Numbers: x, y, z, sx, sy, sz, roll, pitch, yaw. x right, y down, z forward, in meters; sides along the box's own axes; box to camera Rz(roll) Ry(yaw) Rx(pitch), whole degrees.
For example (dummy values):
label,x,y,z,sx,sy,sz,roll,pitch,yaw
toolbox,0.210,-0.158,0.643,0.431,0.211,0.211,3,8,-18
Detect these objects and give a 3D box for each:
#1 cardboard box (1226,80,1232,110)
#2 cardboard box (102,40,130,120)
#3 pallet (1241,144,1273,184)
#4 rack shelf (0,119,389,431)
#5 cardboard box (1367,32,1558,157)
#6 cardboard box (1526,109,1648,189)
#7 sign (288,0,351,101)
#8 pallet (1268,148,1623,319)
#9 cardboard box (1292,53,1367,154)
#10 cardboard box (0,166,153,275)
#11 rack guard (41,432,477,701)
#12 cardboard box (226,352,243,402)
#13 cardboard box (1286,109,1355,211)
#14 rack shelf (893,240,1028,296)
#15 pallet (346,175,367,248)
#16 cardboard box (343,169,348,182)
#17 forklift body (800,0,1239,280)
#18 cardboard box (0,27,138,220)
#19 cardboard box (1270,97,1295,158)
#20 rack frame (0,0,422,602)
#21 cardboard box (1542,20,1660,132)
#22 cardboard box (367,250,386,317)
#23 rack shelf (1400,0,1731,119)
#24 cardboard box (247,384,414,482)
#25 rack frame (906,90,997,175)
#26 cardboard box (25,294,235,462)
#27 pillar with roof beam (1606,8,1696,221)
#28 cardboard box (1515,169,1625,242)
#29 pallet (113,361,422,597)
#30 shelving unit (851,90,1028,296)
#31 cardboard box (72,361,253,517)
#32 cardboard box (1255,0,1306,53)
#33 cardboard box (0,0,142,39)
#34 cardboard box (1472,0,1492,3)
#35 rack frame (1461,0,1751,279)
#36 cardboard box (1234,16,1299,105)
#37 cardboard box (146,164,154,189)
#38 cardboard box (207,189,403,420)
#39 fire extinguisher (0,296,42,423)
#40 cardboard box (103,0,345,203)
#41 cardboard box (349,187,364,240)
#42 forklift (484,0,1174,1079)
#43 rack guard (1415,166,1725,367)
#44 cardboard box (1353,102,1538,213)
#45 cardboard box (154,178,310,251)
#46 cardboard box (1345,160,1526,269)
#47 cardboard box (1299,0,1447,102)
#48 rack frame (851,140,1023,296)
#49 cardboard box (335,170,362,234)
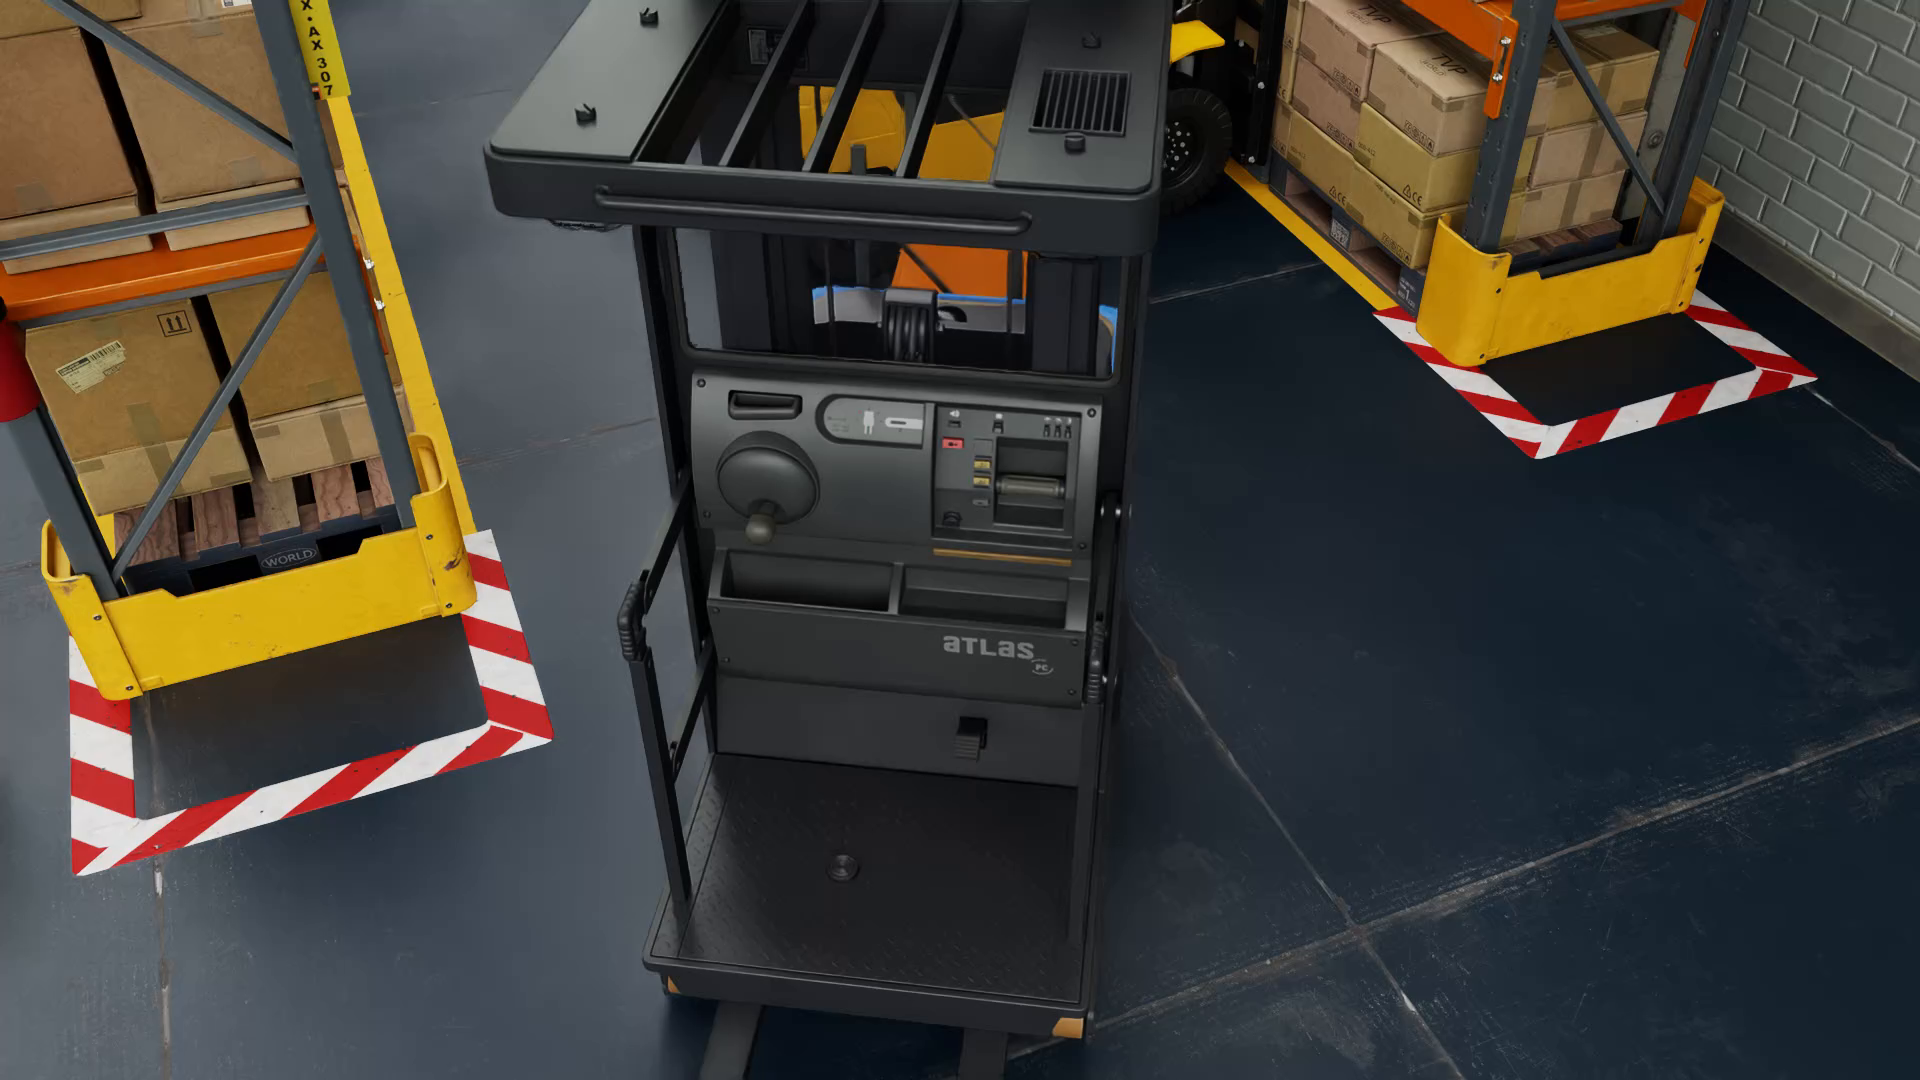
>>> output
label,x,y,z,sx,sy,sz,roll,pitch,yaw
cardboard box,1.368,-2.302,7.914,0.500,0.250,0.500,-14,43,-16
cardboard box,-2.811,-1.540,4.935,0.500,0.500,0.500,-15,43,-17
pallet,1.629,-2.195,8.141,1.003,0.211,1.213,-15,43,-17
rack shelf,-2.926,-1.760,6.048,1.077,0.370,4.000,-15,43,-17
cardboard box,1.959,-1.764,6.521,0.500,0.250,0.500,-14,43,-15
cardboard box,2.436,-1.710,6.841,0.500,0.250,0.500,-14,43,-16
sign,-1.660,-1.292,4.288,0.100,0.325,0.005,-15,43,-17
pallet,2.092,-1.462,7.288,1.003,0.211,1.213,-15,43,-17
cardboard box,1.767,-1.895,7.056,0.500,0.250,0.500,-16,43,-17
cardboard box,-2.502,-0.905,4.694,0.380,0.149,0.250,-14,43,-15
rack guard,-2.190,0.074,5.281,1.175,0.500,0.348,-15,43,-17
cardboard box,-2.910,-0.679,6.025,0.500,0.250,0.500,-15,43,-17
cardboard box,1.770,-1.692,7.203,0.500,0.250,0.500,-15,43,-17
rack shelf,0.001,-0.747,5.744,0.538,0.185,1.000,5,41,5
pallet,-2.931,-1.049,6.808,1.003,0.211,1.213,-15,43,-17
cardboard box,-2.612,-1.416,6.308,0.500,0.500,0.500,-14,43,-16
forklift body,0.012,-2.434,6.931,2.313,2.155,1.214,-15,43,-17
cardboard box,-2.623,-1.237,4.583,0.500,0.500,0.500,-16,43,-18
cardboard box,1.587,-1.995,7.556,0.500,0.250,0.500,-15,43,-16
rack frame,-2.161,-0.828,4.412,1.000,3.000,0.127,-15,43,-17
cardboard box,2.415,-1.901,6.680,0.500,0.250,0.500,-16,43,-18
cardboard box,-2.402,-0.809,6.177,0.500,0.250,0.500,-14,43,-15
rack shelf,1.658,-3.001,7.491,1.077,0.370,4.000,-15,43,-17
cardboard box,-2.214,-0.500,5.817,0.500,0.250,0.500,-15,43,-17
rack frame,0.064,-1.212,6.009,0.500,1.500,0.032,5,41,5
cardboard box,-2.708,-0.647,5.413,0.500,0.500,0.500,-15,43,-17
pillar with roof beam,-0.988,-3.914,3.399,9.100,9.000,0.400,-15,43,-17
cardboard box,2.416,-1.530,7.015,0.500,0.250,0.500,-15,43,-17
pallet,-2.468,-0.315,5.954,1.003,0.211,1.213,-15,43,-17
shelving unit,0.002,-0.889,5.634,0.587,1.500,1.083,5,41,5
cardboard box,-2.728,-0.379,5.677,0.500,0.250,0.500,-15,43,-17
cardboard box,1.556,-2.372,7.227,0.500,0.250,0.500,-15,43,-16
cardboard box,-2.558,-1.611,4.251,0.700,0.500,0.500,-16,43,-18
cardboard box,1.993,-2.338,6.091,0.500,0.500,0.500,-16,43,-18
rack frame,2.424,-2.069,5.855,1.000,3.000,0.127,-15,43,-17
cardboard box,1.550,-2.201,7.412,0.500,0.250,0.500,-16,43,-18
cardboard box,-2.210,-1.138,4.965,0.380,0.149,0.250,-14,43,-16
cardboard box,-2.224,-0.798,5.589,0.500,0.500,0.500,-16,43,-18
fire extinguisher,-2.543,-0.615,4.224,0.296,0.674,0.183,-15,43,-17
cardboard box,-2.086,-1.333,4.695,0.500,0.500,0.500,-16,43,-18
cardboard box,-2.623,-1.135,6.556,0.500,0.250,0.500,-12,42,-14
forklift,-0.174,-0.090,3.607,1.130,2.935,3.031,5,41,6
rack guard,2.433,-1.106,6.653,1.175,0.500,0.348,-15,43,-17
cardboard box,1.949,-1.590,6.702,0.500,0.250,0.500,-16,43,-17
cardboard box,-2.100,-0.989,4.792,0.380,0.149,0.250,-15,43,-17
cardboard box,1.952,-1.390,6.852,0.500,0.250,0.500,-15,43,-17
cardboard box,1.758,-2.070,6.877,0.500,0.250,0.500,-14,43,-16
rack frame,-0.062,-0.554,5.244,0.500,1.500,0.032,5,41,5
cardboard box,-2.428,-1.112,5.954,0.500,0.500,0.500,-17,43,-18
